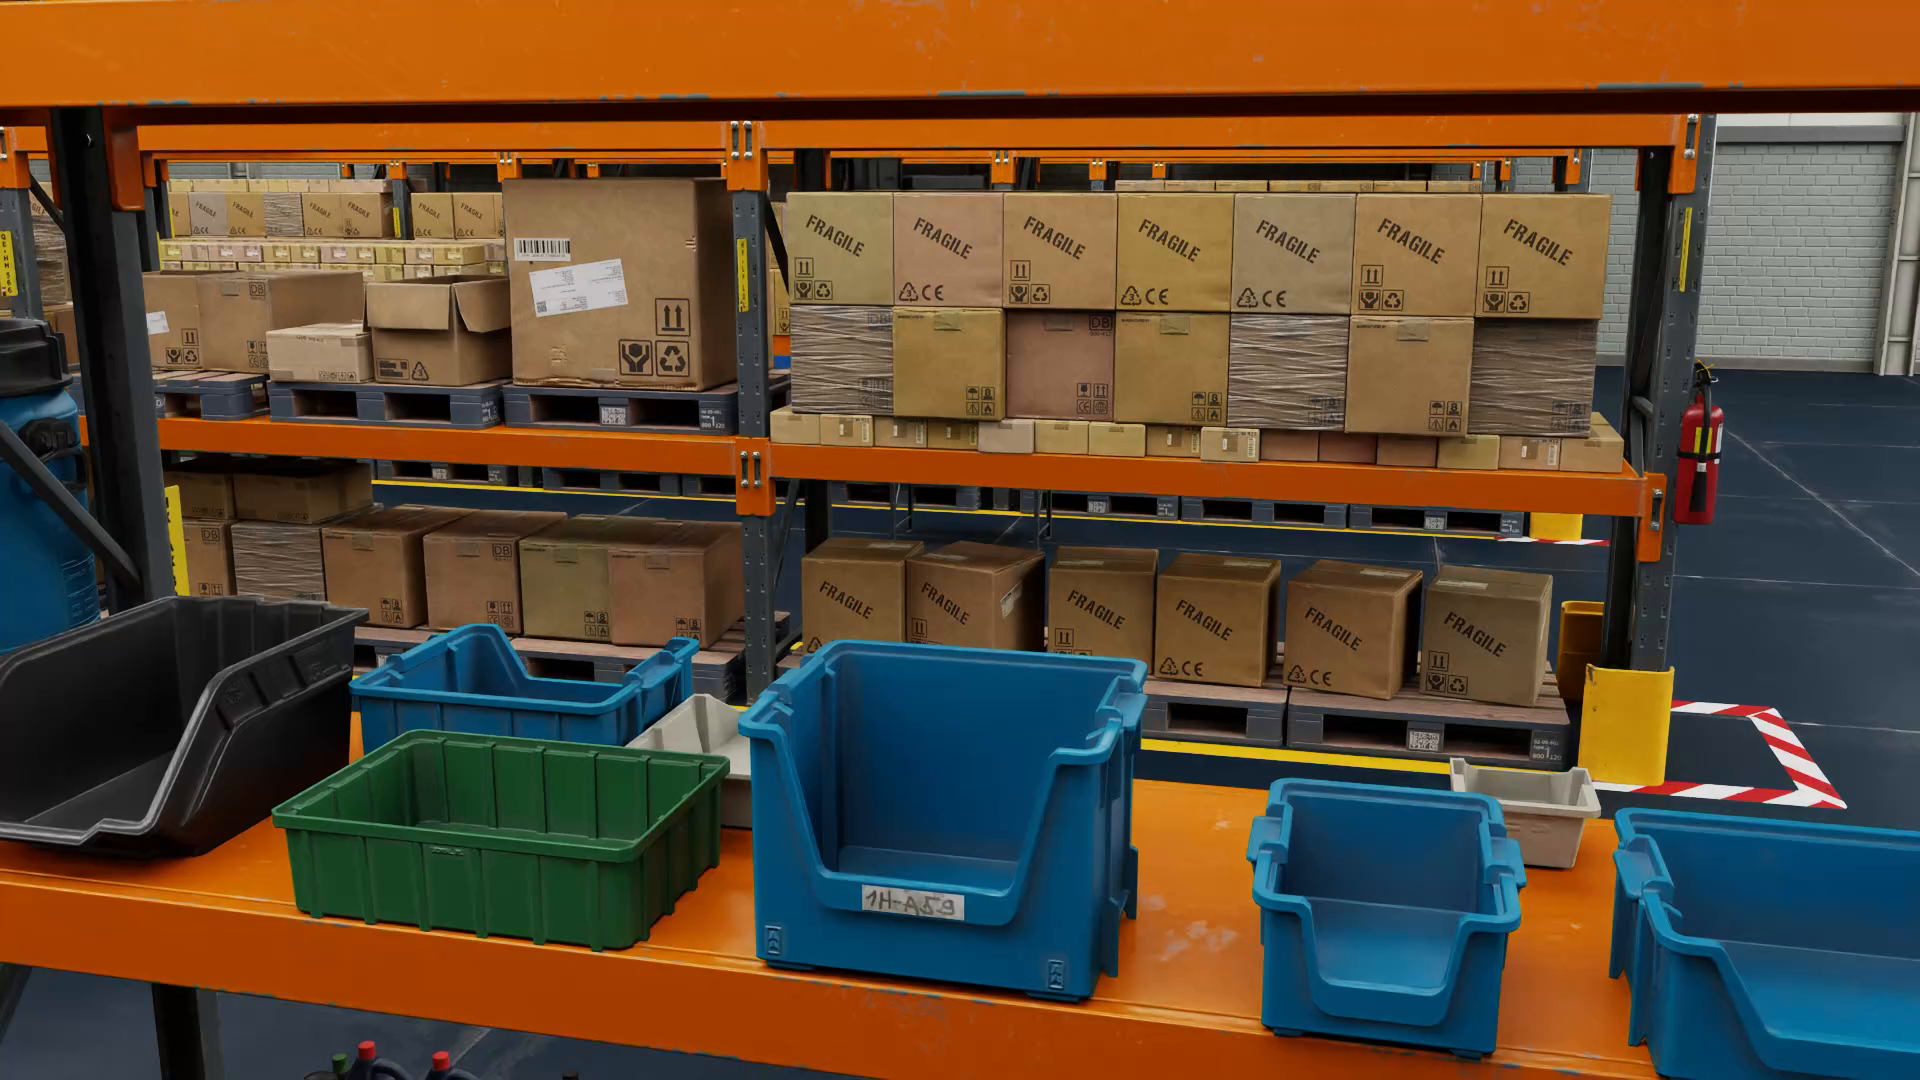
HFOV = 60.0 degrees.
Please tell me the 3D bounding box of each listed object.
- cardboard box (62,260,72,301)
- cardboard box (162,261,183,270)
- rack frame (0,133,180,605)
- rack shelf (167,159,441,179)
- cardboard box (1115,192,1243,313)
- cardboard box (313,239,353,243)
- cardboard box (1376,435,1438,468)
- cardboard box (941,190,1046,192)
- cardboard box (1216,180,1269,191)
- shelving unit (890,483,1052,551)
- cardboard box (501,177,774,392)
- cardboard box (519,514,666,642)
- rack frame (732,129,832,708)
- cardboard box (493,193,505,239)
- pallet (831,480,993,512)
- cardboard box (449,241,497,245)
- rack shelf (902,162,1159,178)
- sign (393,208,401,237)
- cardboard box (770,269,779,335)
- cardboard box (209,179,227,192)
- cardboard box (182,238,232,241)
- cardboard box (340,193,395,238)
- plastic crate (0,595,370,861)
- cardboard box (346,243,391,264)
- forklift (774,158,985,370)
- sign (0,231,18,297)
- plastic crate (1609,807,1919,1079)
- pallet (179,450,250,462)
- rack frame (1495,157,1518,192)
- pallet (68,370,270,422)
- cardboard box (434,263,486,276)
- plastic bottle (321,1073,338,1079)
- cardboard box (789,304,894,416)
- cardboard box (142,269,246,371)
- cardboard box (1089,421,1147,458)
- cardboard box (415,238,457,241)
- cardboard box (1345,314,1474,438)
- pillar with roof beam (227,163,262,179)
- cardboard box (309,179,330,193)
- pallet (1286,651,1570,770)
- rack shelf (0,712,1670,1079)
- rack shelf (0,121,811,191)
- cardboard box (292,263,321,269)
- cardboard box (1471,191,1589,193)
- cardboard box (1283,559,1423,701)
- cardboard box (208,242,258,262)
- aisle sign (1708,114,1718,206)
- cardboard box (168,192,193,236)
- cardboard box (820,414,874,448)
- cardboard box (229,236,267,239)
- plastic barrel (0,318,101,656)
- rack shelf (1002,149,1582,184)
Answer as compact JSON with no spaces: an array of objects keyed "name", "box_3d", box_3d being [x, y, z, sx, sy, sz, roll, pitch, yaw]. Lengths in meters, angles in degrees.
[{"name":"cardboard box","box_3d":[-7.874,-2.367,14.559,0.500,0.500,0.500,3,13,14]},{"name":"cardboard box","box_3d":[-6.562,-2.291,14.059,0.250,0.149,0.380,3,13,15]},{"name":"rack frame","box_3d":[-4.740,-0.962,9.143,0.127,3.000,1.000,3,13,14]},{"name":"rack shelf","box_3d":[-8.191,-4.470,19.693,4.000,0.370,1.077,3,13,14]},{"name":"cardboard box","box_3d":[0.979,-1.284,7.371,0.500,0.500,0.500,3,13,14]},{"name":"cardboard box","box_3d":[-5.374,-2.519,14.398,0.250,0.149,0.380,3,13,13]},{"name":"cardboard box","box_3d":[1.964,-0.427,7.312,0.250,0.149,0.380,3,13,14]},{"name":"cardboard box","box_3d":[0.132,-1.445,8.096,0.500,0.500,0.500,3,13,14]},{"name":"cardboard box","box_3d":[2.865,-3.389,16.857,0.500,0.500,0.700,3,13,12]},{"name":"shelving unit","box_3d":[0.083,-0.728,11.551,1.048,1.500,0.538,3,13,14]},{"name":"cardboard box","box_3d":[-1.594,-1.323,8.416,1.000,1.000,1.000,3,13,14]},{"name":"cardboard box","box_3d":[-1.906,0.186,8.724,0.500,0.500,0.700,3,13,13]},{"name":"rack frame","box_3d":[-0.857,-0.754,8.208,0.127,3.000,1.000,3,13,14]},{"name":"cardboard box","box_3d":[-4.904,-3.660,18.765,0.500,0.500,0.500,3,13,12]},{"name":"pallet","box_3d":[-0.337,-0.455,13.296,1.213,0.211,1.003,3,13,14]},{"name":"cardboard box","box_3d":[-4.117,-2.450,14.090,0.250,0.149,0.380,3,13,12]},{"name":"rack shelf","box_3d":[0.762,-5.099,22.527,4.000,0.370,1.077,3,13,14]},{"name":"sign","box_3d":[-6.381,-3.598,18.843,0.005,0.325,0.100,3,13,14]},{"name":"cardboard box","box_3d":[-1.615,-1.890,13.096,0.500,0.500,0.500,3,13,13]},{"name":"cardboard box","box_3d":[-8.598,-4.167,19.555,0.250,0.149,0.380,3,13,14]},{"name":"cardboard box","box_3d":[-6.639,-2.586,14.703,0.250,0.149,0.380,3,13,12]},{"name":"cardboard box","box_3d":[-6.774,-3.757,19.201,0.500,0.500,0.500,3,13,13]},{"name":"plastic crate","box_3d":[-1.566,0.372,3.277,0.504,0.338,0.767,3,13,14]},{"name":"cardboard box","box_3d":[-4.797,-2.342,13.599,0.250,0.149,0.380,3,13,15]},{"name":"forklift","box_3d":[-0.415,-2.433,15.933,3.031,2.935,1.130,-7,14,-27]},{"name":"sign","box_3d":[-4.870,-1.410,8.491,0.005,0.325,0.100,3,13,14]},{"name":"plastic crate","box_3d":[1.283,0.605,2.427,0.616,0.251,0.499,3,13,14]},{"name":"pallet","box_3d":[-6.581,-0.806,14.878,1.213,0.211,1.003,3,13,14]},{"name":"rack frame","box_3d":[5.401,-2.631,16.665,0.127,3.000,1.000,3,13,14]},{"name":"pallet","box_3d":[-4.023,-0.853,9.098,1.003,0.211,1.213,3,13,14]},{"name":"cardboard box","box_3d":[-4.042,-2.157,13.454,0.250,0.149,0.380,3,13,15]},{"name":"plastic bottle","box_3d":[-1.384,1.369,3.738,0.185,0.351,0.144,3,13,14]},{"name":"cardboard box","box_3d":[-0.435,-0.912,8.001,0.500,0.500,0.875,3,13,14]},{"name":"cardboard box","box_3d":[-4.206,-1.196,8.998,0.500,0.500,0.500,1,13,7]},{"name":"cardboard box","box_3d":[0.740,-0.482,7.561,0.250,0.149,0.380,3,13,14]},{"name":"cardboard box","box_3d":[-5.890,-3.342,19.064,0.500,0.250,0.500,3,13,12]},{"name":"cardboard box","box_3d":[1.985,-0.776,7.387,0.500,0.500,0.875,3,13,14]},{"name":"pillar with roof beam","box_3d":[-12.380,-6.858,21.868,0.400,9.000,9.100,3,13,14]},{"name":"cardboard box","box_3d":[-7.344,-4.117,19.327,0.250,0.149,0.380,3,13,13]},{"name":"pallet","box_3d":[2.173,0.761,7.815,1.213,0.211,1.003,3,13,14]},{"name":"rack shelf","box_3d":[-0.102,0.742,3.123,4.000,0.370,1.077,3,13,14]},{"name":"rack shelf","box_3d":[-2.798,-1.971,8.428,4.000,0.370,1.077,3,13,14]},{"name":"cardboard box","box_3d":[-5.295,-2.223,13.754,0.250,0.149,0.380,3,13,15]},{"name":"cardboard box","box_3d":[2.558,-1.315,7.508,0.500,0.500,0.500,3,13,14]},{"name":"cardboard box","box_3d":[1.836,0.409,7.766,0.500,0.500,0.500,7,14,28]},{"name":"cardboard box","box_3d":[-6.054,-2.409,13.904,0.250,0.149,0.380,3,13,13]},{"name":"aisle sign","box_3d":[3.015,-1.749,6.692,0.004,0.787,0.394,3,13,14]},{"name":"cardboard box","box_3d":[-9.232,-3.888,19.792,0.500,0.500,0.500,3,13,12]},{"name":"cardboard box","box_3d":[-0.480,-0.541,7.829,0.250,0.149,0.380,3,13,14]},{"name":"cardboard box","box_3d":[-8.258,-3.351,19.683,0.500,0.500,0.500,4,13,15]},{"name":"plastic barrel","box_3d":[-2.346,-0.041,3.836,0.708,0.901,0.600,3,13,14]},{"name":"rack shelf","box_3d":[2.372,-2.801,12.170,4.000,0.370,1.077,3,13,14]}]
